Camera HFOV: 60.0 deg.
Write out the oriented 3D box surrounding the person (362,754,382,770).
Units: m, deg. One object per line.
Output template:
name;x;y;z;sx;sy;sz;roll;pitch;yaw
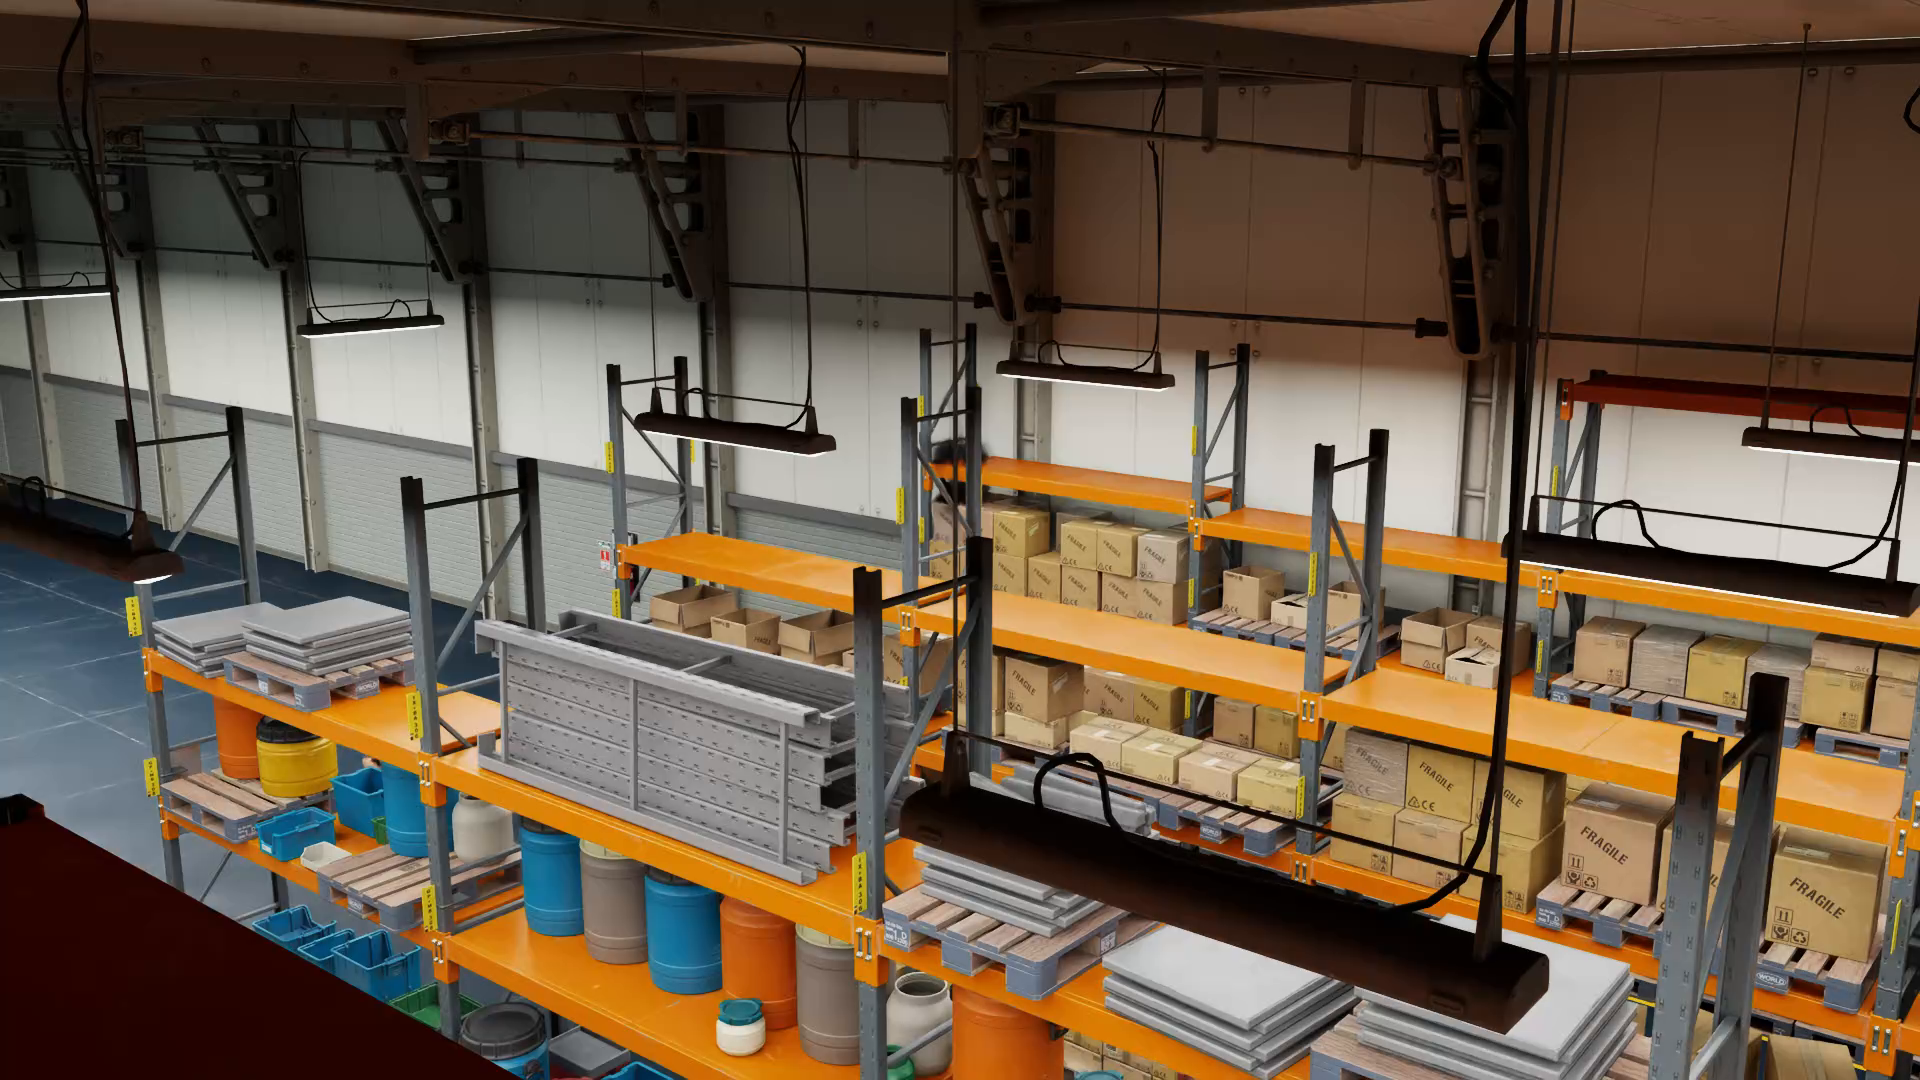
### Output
person;-6.467;3.137;18.592;0.742;1.735;0.576;-5;13;-20
